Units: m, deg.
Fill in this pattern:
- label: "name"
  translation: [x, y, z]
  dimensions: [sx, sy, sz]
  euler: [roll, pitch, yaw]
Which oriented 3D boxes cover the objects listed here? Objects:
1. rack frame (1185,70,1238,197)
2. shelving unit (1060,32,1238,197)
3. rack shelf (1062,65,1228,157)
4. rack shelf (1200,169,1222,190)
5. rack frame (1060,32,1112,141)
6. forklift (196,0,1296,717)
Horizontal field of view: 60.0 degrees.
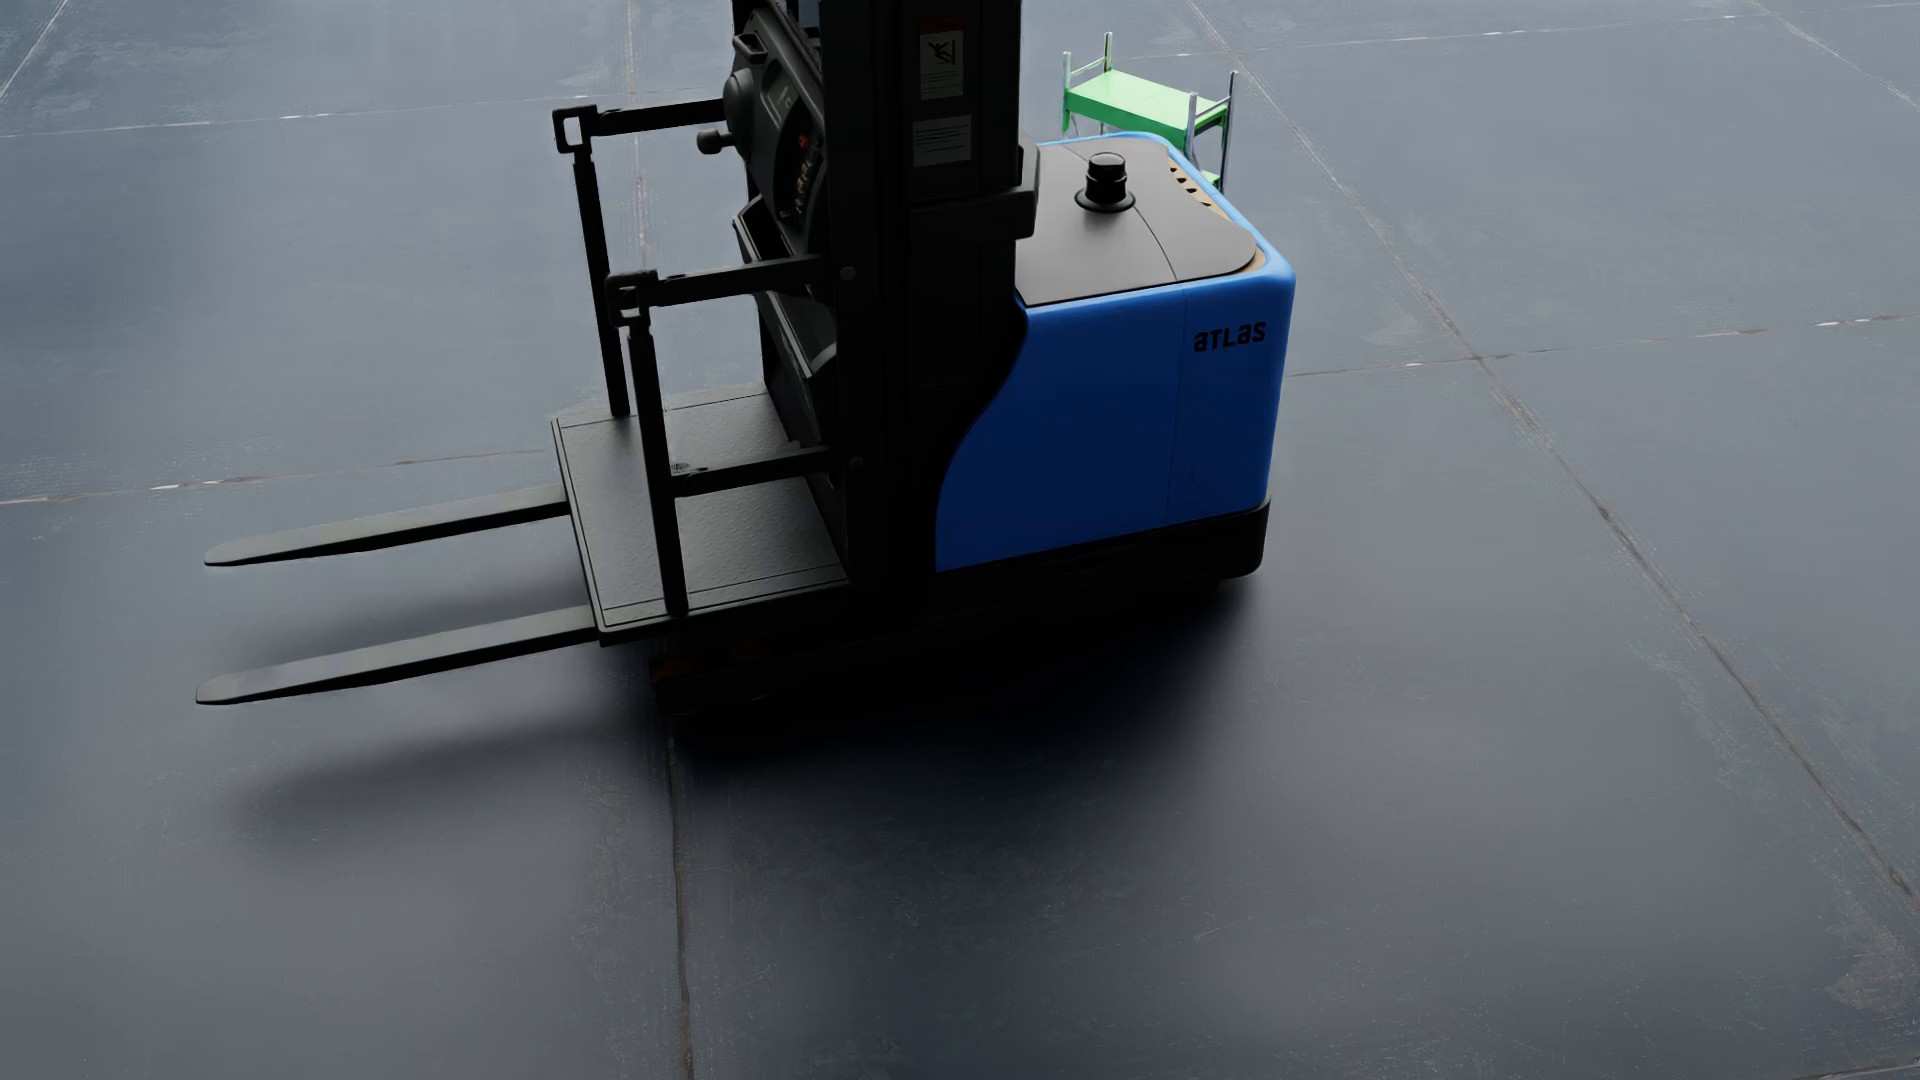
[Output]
- label: "rack frame"
  translation: [0.780, -0.930, 5.469]
  dimensions: [0.015, 1.200, 0.240]
  euler: [28, 46, 31]
- label: "shelving unit"
  translation: [0.596, -1.028, 5.595]
  dimensions: [0.503, 1.200, 0.258]
  euler: [28, 46, 31]
- label: "rack shelf"
  translation: [0.596, -1.357, 5.340]
  dimensions: [0.480, 0.148, 0.258]
  euler: [28, 46, 31]
- label: "rack shelf"
  translation: [0.596, -1.167, 5.487]
  dimensions: [0.480, 0.148, 0.258]
  euler: [28, 46, 31]
- label: "rack frame"
  translation: [0.412, -1.127, 5.722]
  dimensions: [0.015, 1.200, 0.240]
  euler: [28, 46, 31]
- label: "forklift"
  translation: [-0.654, -1.034, 4.192]
  dimensions: [3.031, 2.935, 1.130]
  euler: [-11, 39, -14]
